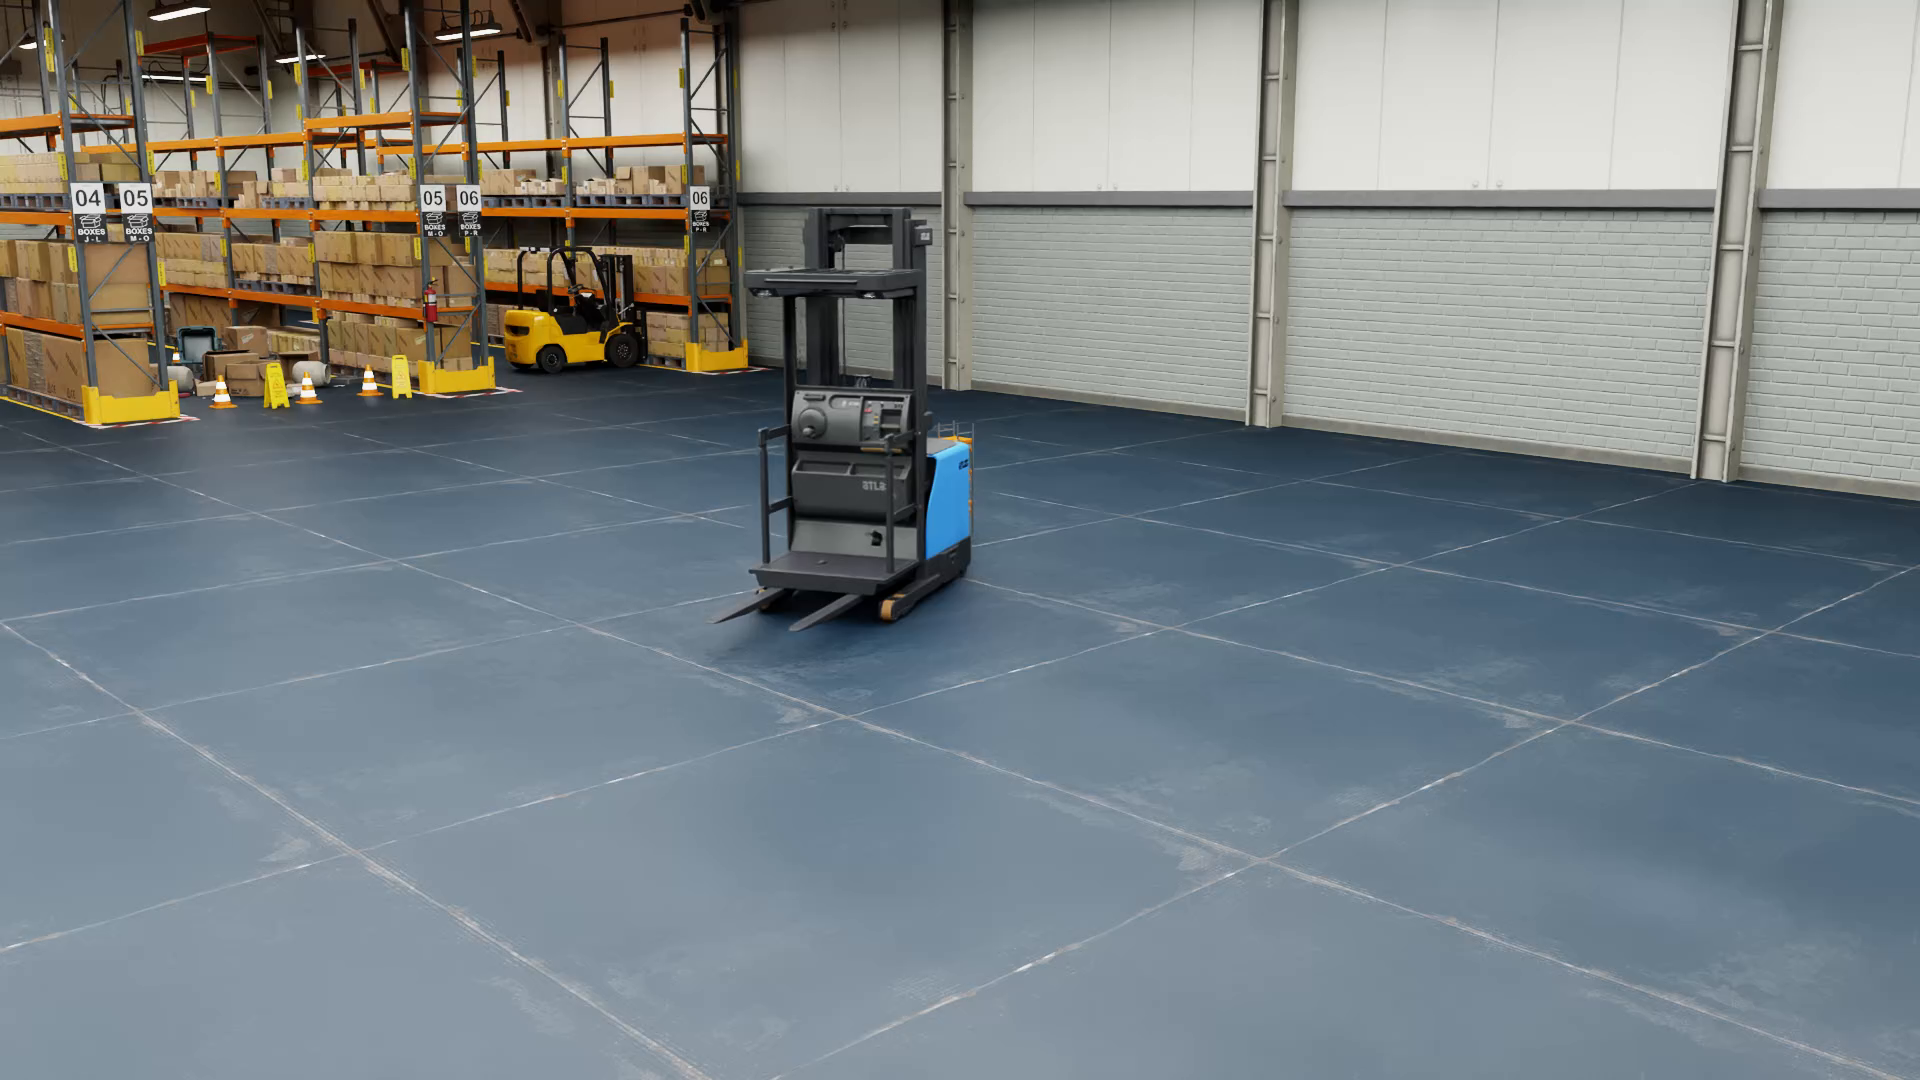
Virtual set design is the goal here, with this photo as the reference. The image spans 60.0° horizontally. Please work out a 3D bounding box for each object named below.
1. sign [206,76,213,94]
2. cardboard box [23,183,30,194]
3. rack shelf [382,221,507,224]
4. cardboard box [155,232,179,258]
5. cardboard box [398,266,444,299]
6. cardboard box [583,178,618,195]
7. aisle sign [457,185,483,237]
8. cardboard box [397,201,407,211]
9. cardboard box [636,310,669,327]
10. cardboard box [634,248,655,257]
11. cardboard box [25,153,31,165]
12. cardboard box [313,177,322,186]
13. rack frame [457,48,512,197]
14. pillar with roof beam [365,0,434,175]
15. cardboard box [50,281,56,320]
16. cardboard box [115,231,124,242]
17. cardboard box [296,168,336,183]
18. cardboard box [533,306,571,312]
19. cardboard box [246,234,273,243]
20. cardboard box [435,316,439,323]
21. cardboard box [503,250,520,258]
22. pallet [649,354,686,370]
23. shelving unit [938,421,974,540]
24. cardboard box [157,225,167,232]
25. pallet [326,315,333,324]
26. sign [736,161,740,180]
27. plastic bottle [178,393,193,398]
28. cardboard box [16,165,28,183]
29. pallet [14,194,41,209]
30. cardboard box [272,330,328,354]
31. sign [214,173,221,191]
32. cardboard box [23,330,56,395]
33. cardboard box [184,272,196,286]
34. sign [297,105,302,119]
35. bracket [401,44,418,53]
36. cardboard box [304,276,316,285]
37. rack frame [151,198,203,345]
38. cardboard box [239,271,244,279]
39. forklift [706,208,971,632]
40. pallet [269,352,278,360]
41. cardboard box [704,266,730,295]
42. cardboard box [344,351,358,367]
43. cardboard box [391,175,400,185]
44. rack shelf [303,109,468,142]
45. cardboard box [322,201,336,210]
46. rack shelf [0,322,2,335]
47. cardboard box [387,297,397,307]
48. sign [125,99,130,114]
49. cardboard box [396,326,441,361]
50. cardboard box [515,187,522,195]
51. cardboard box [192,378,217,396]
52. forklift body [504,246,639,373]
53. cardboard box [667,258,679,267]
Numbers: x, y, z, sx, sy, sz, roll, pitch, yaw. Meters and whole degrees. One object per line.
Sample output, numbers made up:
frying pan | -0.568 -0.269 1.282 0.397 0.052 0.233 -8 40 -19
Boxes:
sign | -13.872 -8.410 30.724 0.100 0.325 0.005 -11 16 -43
cardboard box | -12.986 -4.967 23.489 0.380 0.149 0.250 -11 16 -42
rack shelf | -11.267 -7.116 36.365 1.077 0.370 4.000 -11 16 -43
cardboard box | -16.139 -6.033 34.034 0.500 0.500 0.500 -11 16 -42
cardboard box | -8.522 -4.083 26.309 0.500 0.500 0.500 -11 16 -44
cardboard box | -6.725 -6.648 31.244 0.500 0.311 0.500 -10 16 -41
aisle sign | -7.681 -5.155 26.054 0.394 0.787 0.004 -11 16 -43
cardboard box | -8.592 -5.238 26.091 0.380 0.149 0.250 -11 16 -42
cardboard box | -5.617 -4.058 30.469 0.500 0.250 0.500 -11 16 -42
cardboard box | -5.715 -5.247 30.353 0.380 0.149 0.250 -10 16 -41
cardboard box | -12.814 -5.321 23.231 0.380 0.149 0.250 -11 16 -43
cardboard box | -10.729 -6.076 28.183 0.380 0.149 0.250 -11 16 -44
rack frame | -9.886 -8.645 34.573 1.000 3.000 0.127 -11 16 -43
pillar with roof beam | -15.590 -8.856 35.597 9.100 9.000 0.548 -11 16 -43
cardboard box | -12.439 -3.440 23.805 0.875 0.550 0.550 -11 16 -43
cardboard box | -17.804 -6.390 35.768 0.500 0.500 0.500 -11 16 -42
cardboard box | -11.203 -6.344 28.929 0.500 0.250 0.500 -10 16 -41
cardboard box | -8.022 -4.355 33.459 0.875 0.625 0.625 -11 16 -43
cardboard box | -13.637 -5.659 32.222 0.500 0.500 0.500 11 16 43
cardboard box | -11.407 -4.944 36.628 0.500 0.500 0.500 11 16 43
cardboard box | -9.112 -5.844 33.990 0.380 0.149 0.250 -11 16 -42
pallet | -4.919 -3.279 30.306 1.003 0.211 1.213 -11 16 -43
shelving unit | -0.037 -0.522 14.843 0.215 1.050 0.252 -11 16 -43
cardboard box | -16.678 -6.455 34.478 0.380 0.149 0.250 -11 16 -44
pallet | -14.806 -5.381 40.508 1.003 0.211 1.213 -11 16 -43
sign | -3.955 -6.552 29.483 0.100 0.325 0.005 -11 16 -43
plastic bottle | -11.948 -2.223 25.548 0.133 0.061 0.283 6 13 26
cardboard box | -13.037 -5.191 23.588 0.500 0.250 0.500 -11 16 -42
pallet | -12.825 -4.853 23.821 1.003 0.211 1.213 -11 16 -43
cardboard box | -12.055 -3.631 30.576 0.950 0.372 0.625 -10 15 -41
sign | -13.880 -6.700 31.086 0.100 0.325 0.005 -11 16 -43
cardboard box | -13.212 -2.659 24.608 0.875 0.875 0.875 -11 16 -42
cardboard box | -15.083 -5.197 33.077 0.500 0.250 0.500 -11 16 -43
sign | -15.803 -10.233 39.770 0.100 0.325 0.005 -11 16 -43
bracket | -12.447 -11.109 37.612 0.235 0.232 0.430 -11 16 -43
cardboard box | -11.266 -4.550 29.145 0.380 0.149 0.250 -11 16 -42
rack frame | -16.235 -5.598 34.652 1.000 3.000 0.127 -11 16 -43
cardboard box | -13.383 -5.024 31.445 0.250 0.149 0.380 11 16 42
forklift | -0.881 -0.932 12.171 1.130 2.935 3.031 4 12 19
pallet | -12.096 -3.357 30.681 1.003 0.211 1.213 -11 16 -43
cardboard box | -4.502 -4.699 30.040 0.500 0.500 0.500 -10 15 -41
cardboard box | -10.122 -3.090 28.248 0.500 0.250 0.500 -10 15 -39
cardboard box | -8.735 -5.670 26.210 0.380 0.149 0.250 -11 16 -43
rack shelf | -9.329 -6.723 27.035 1.077 0.370 4.000 -11 16 -43
cardboard box | -10.534 -5.651 28.095 0.380 0.149 0.250 -11 16 -42
rack shelf | -15.602 -3.666 27.054 1.077 0.370 4.000 -11 16 -43
cardboard box | -8.978 -3.844 26.759 0.380 0.149 0.250 -11 16 -42
sign | -18.595 -9.690 37.134 0.100 0.325 0.005 -11 16 -43
cardboard box | -8.690 -3.154 26.702 0.500 0.500 0.500 -11 16 -42
cardboard box | -8.635 -6.955 33.135 0.380 0.149 0.250 -11 16 -43
cardboard box | -11.702 -2.393 25.869 0.396 0.266 0.258 -8 14 -33
forklift body | -6.990 -4.146 29.706 2.313 2.155 1.214 -11 16 -43
cardboard box | -5.001 -4.951 29.652 0.380 0.149 0.250 -11 16 -42
